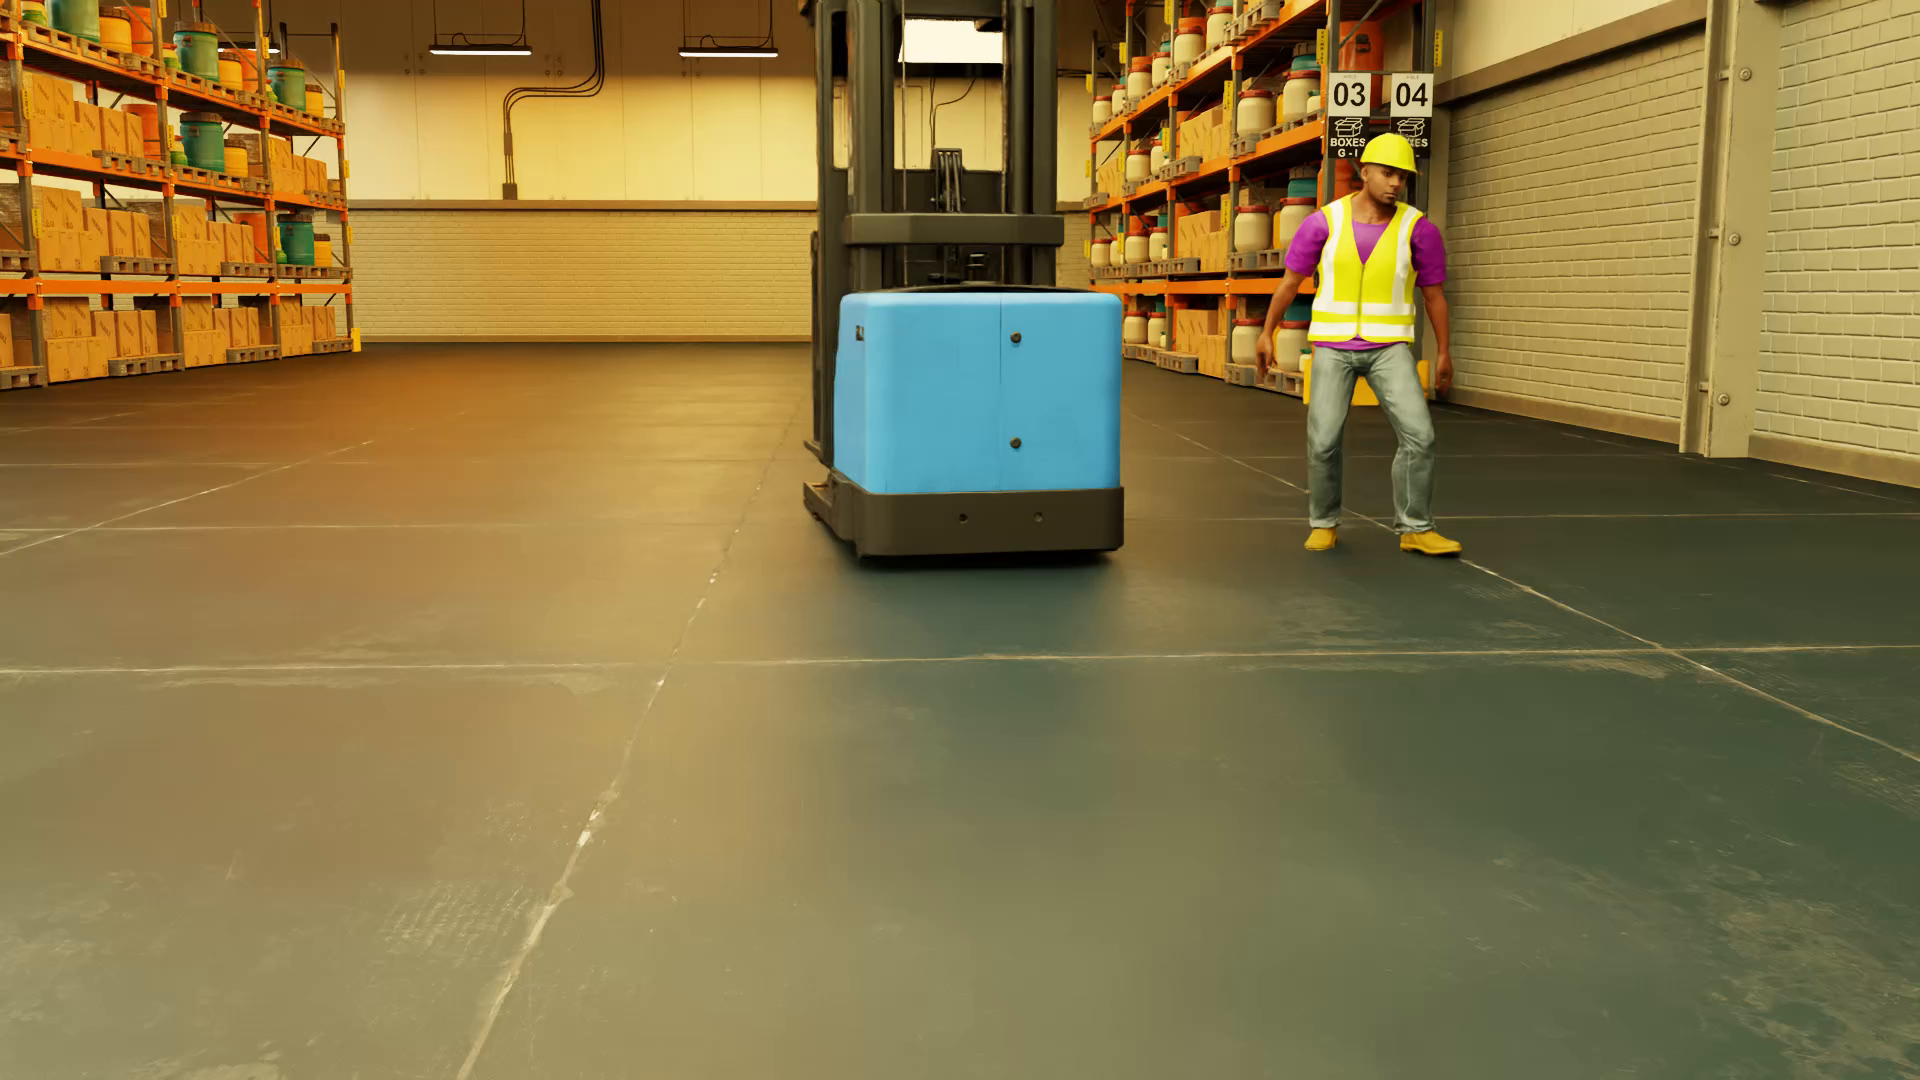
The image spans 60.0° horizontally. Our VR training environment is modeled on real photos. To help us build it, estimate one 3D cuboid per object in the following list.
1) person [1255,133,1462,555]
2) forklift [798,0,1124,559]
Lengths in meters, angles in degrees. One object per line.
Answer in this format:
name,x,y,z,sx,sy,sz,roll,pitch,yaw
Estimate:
person,1.662,-0.797,6.913,0.884,1.733,0.473,3,9,16
forklift,-0.153,-1.547,7.752,1.130,2.935,3.031,-2,9,-12
